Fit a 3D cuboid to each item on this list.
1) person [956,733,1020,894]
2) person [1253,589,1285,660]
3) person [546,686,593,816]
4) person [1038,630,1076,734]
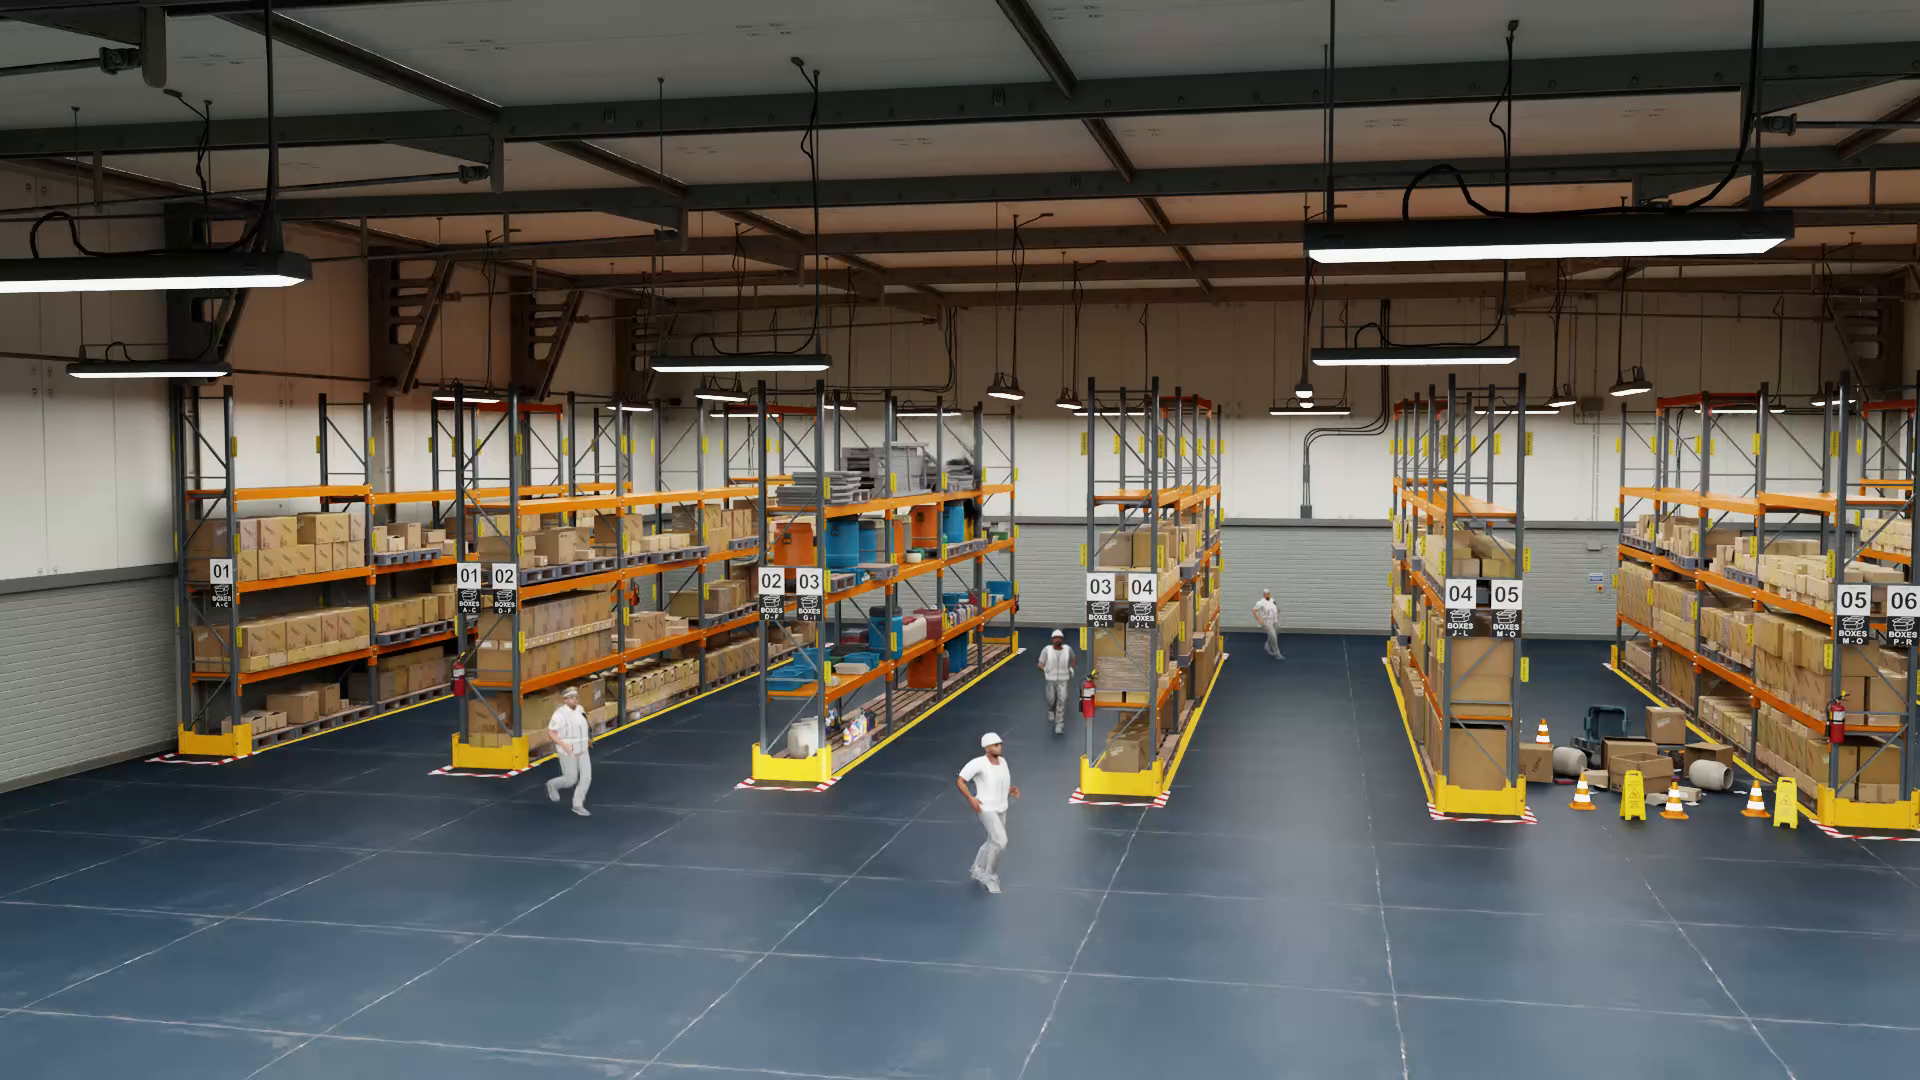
[{"bbox_3d":[0.362,3.091,18.795,0.653,1.827,0.685,3,4,39],"label":"person"},{"bbox_3d":[7.320,1.975,39.352,0.659,1.648,0.825,-2,4,-28],"label":"person"},{"bbox_3d":[-5.330,2.869,22.776,0.732,1.760,0.670,3,4,38],"label":"person"},{"bbox_3d":[1.716,2.468,29.284,0.682,1.768,0.940,0,3,-1],"label":"person"}]
